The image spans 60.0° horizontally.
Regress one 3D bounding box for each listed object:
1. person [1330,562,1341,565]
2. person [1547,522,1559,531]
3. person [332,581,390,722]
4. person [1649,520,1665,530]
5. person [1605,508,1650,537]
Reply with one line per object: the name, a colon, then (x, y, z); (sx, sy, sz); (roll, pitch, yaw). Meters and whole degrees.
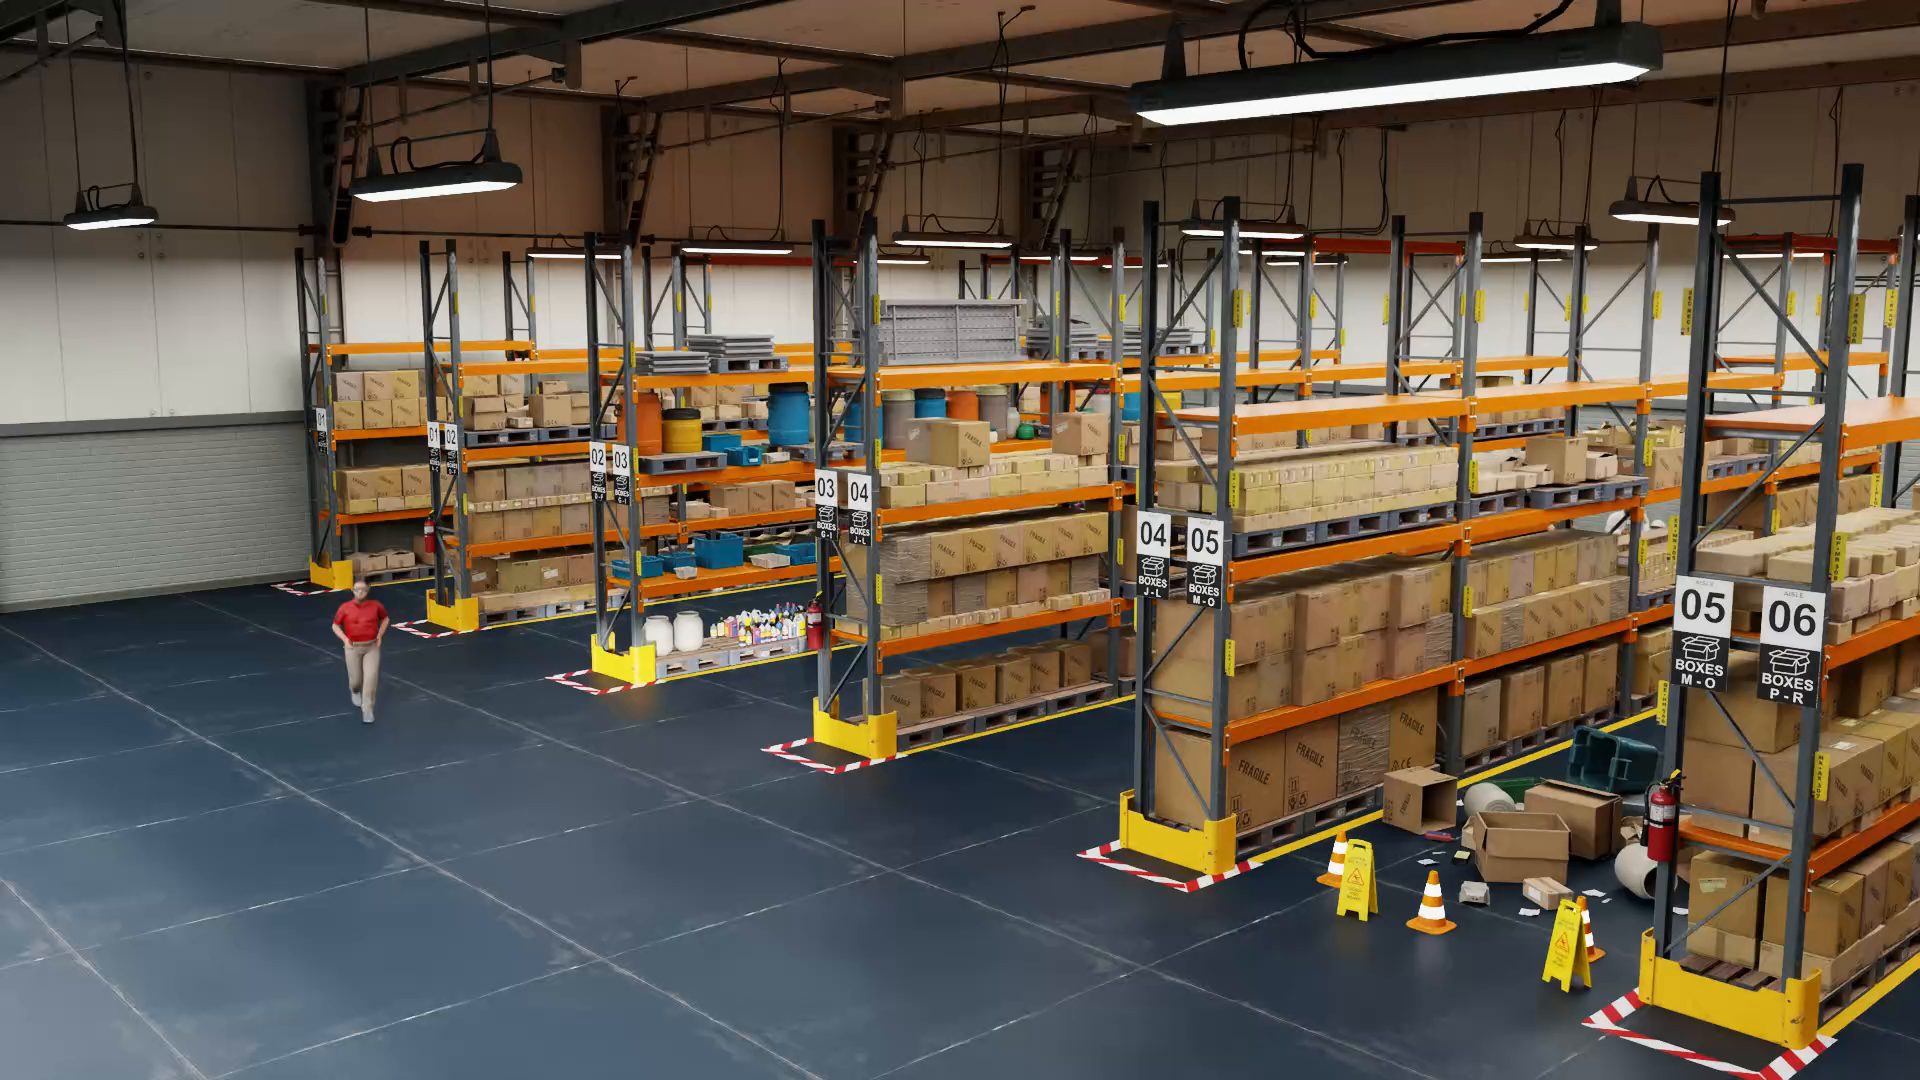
person: (5.030, 1.079, 22.482); (0.620, 1.622, 0.541); (8, 11, 42)
person: (9.347, 0.517, 26.264); (0.604, 1.627, 0.572); (-8, 12, -44)
person: (-7.326, 1.337, 20.400); (0.674, 1.696, 0.840); (-4, 9, -24)
person: (10.752, 0.541, 25.813); (0.584, 1.722, 0.699); (-8, 11, -42)
person: (11.284, 0.142, 28.158); (0.710, 1.753, 1.094); (4, 9, 23)
